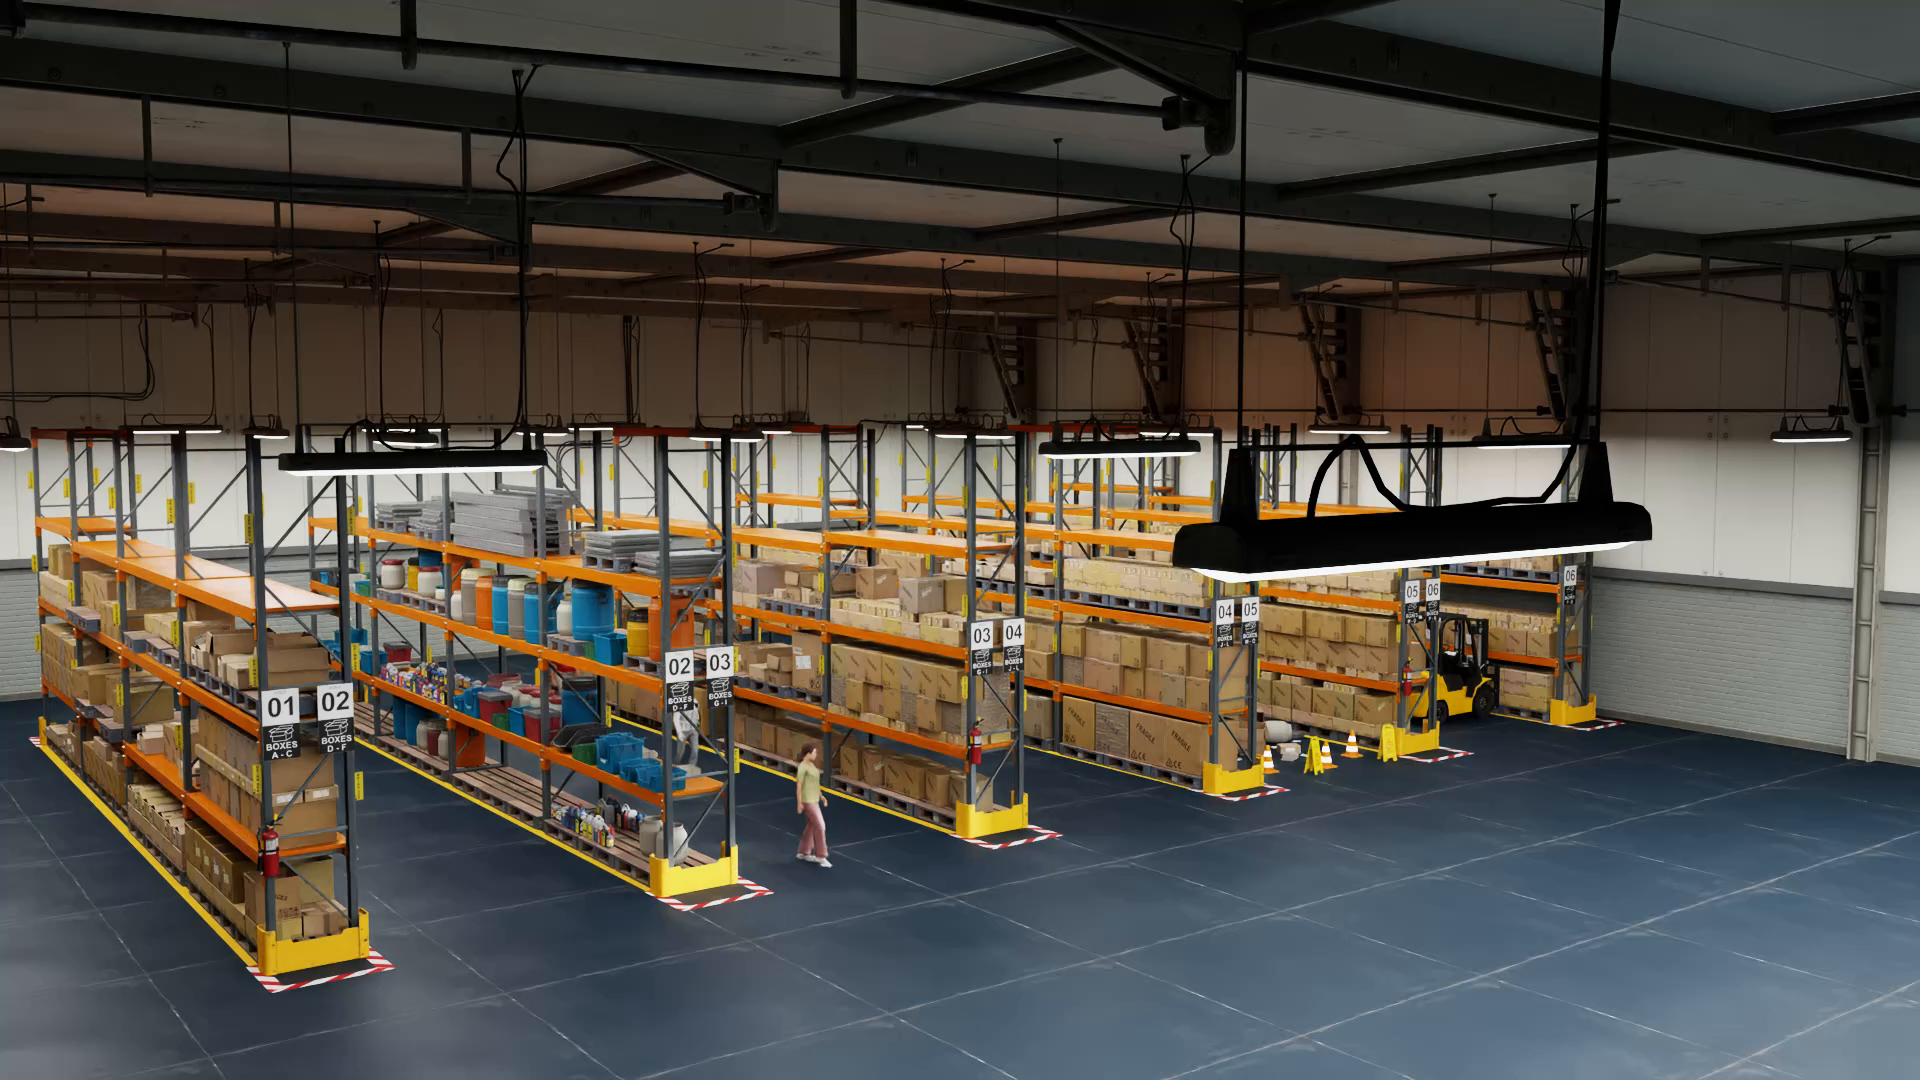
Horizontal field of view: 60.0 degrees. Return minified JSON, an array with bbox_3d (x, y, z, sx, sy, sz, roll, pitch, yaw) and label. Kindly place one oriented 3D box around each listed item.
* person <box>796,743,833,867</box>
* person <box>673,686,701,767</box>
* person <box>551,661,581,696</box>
[{"bbox_3d":[-2.020,3.692,23.223,0.591,1.721,0.470,1,5,11],"label":"person"},{"bbox_3d":[-4.638,3.294,28.416,0.569,1.685,0.709,-4,6,-41],"label":"person"},{"bbox_3d":[-7.912,2.850,33.673,0.561,1.763,0.684,-4,6,-41],"label":"person"}]
